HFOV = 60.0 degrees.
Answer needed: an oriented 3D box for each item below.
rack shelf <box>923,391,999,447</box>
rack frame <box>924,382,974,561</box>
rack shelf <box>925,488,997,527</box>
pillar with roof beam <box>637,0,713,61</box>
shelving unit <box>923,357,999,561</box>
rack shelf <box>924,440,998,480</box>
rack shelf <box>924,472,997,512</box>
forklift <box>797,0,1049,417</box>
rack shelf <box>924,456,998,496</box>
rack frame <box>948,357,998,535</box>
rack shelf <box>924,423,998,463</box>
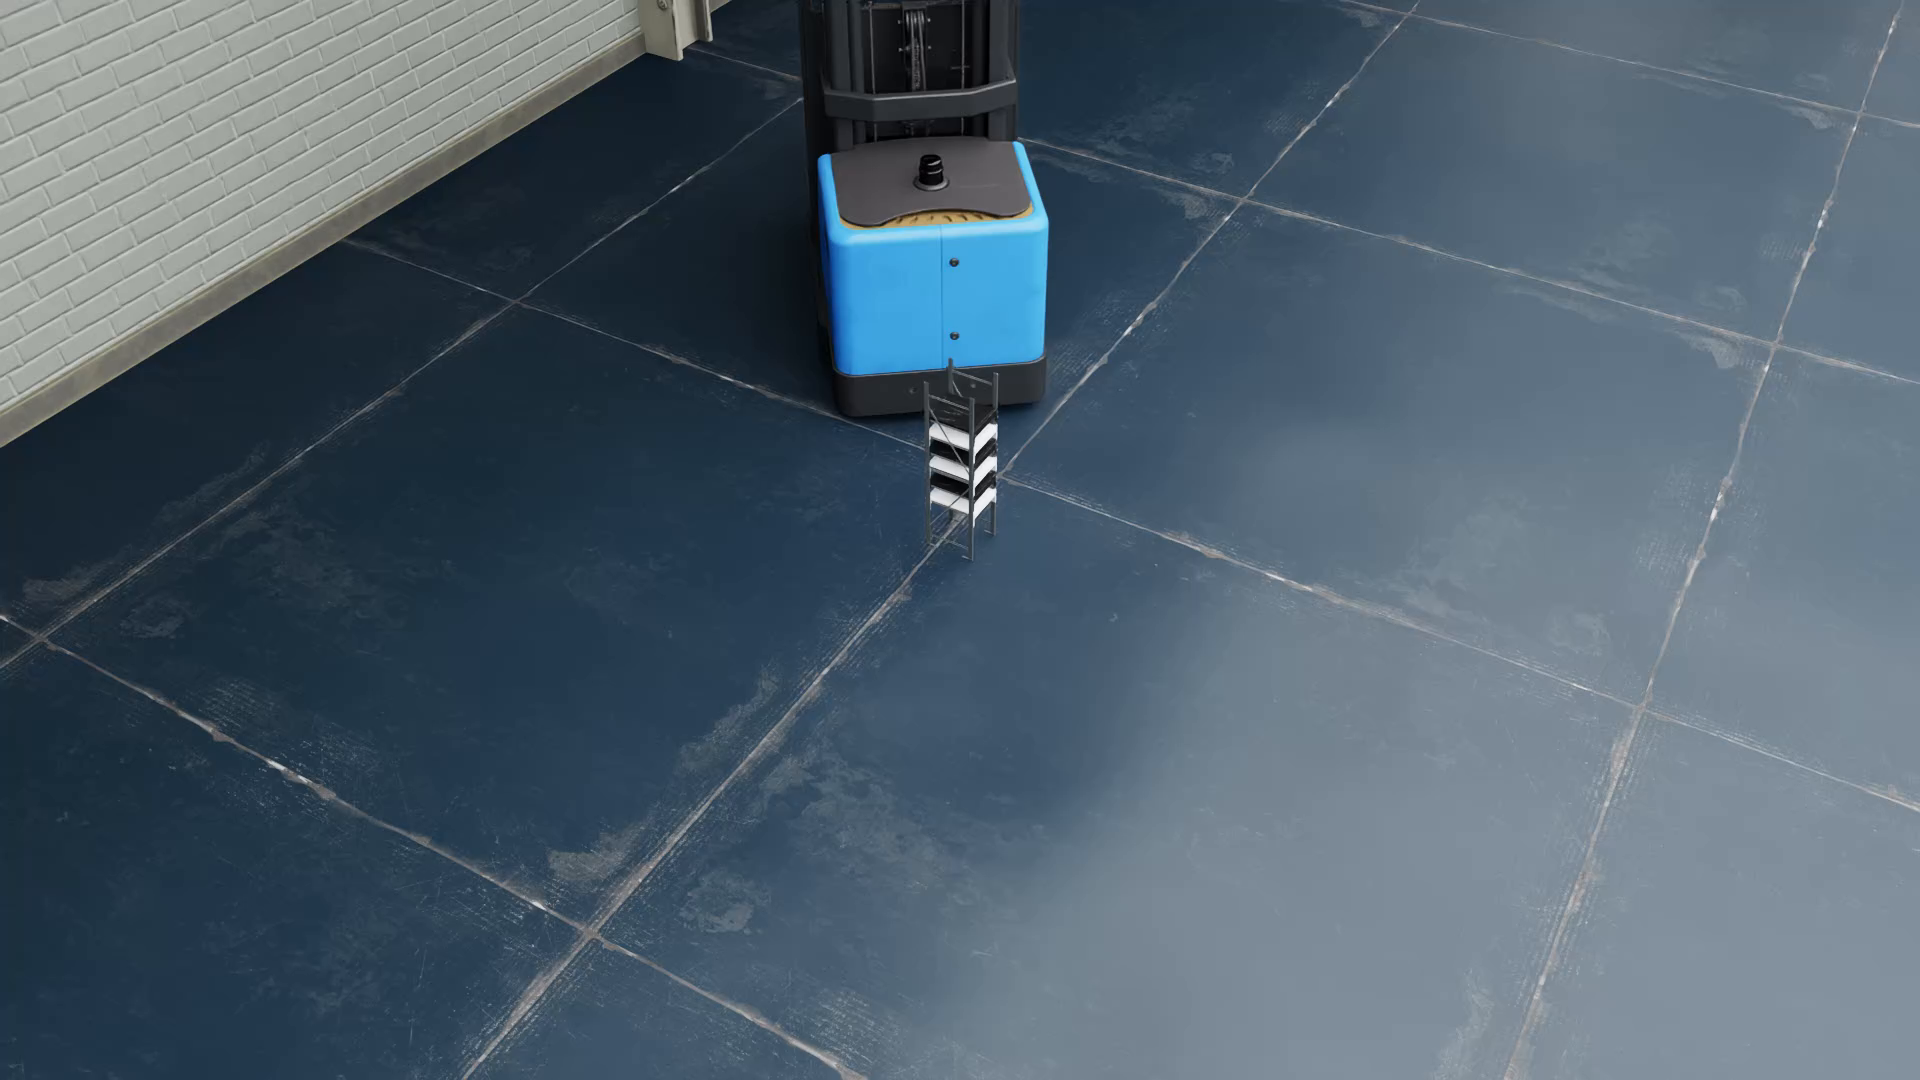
[{"bbox_3d":[0.004,-0.520,7.117,0.258,0.077,0.200,21,45,22],"label":"rack shelf"},{"bbox_3d":[-0.047,-0.284,7.207,0.240,0.900,0.006,21,45,22],"label":"rack frame"},{"bbox_3d":[0.004,-0.182,7.414,0.258,0.077,0.200,21,45,22],"label":"rack shelf"},{"bbox_3d":[1.790,-5.358,6.840,9.100,9.000,0.400,21,45,22],"label":"pillar with roof beam"},{"bbox_3d":[0.004,-0.342,7.273,0.258,0.900,0.210,21,45,22],"label":"shelving unit"},{"bbox_3d":[0.004,-0.385,7.236,0.258,0.077,0.200,21,45,22],"label":"rack shelf"},{"bbox_3d":[0.004,-0.250,7.355,0.258,0.077,0.200,21,45,22],"label":"rack shelf"},{"bbox_3d":[-0.283,-2.679,8.390,1.130,2.935,3.031,-5,42,-6],"label":"forklift"},{"bbox_3d":[0.004,-0.317,7.295,0.258,0.077,0.200,21,45,22],"label":"rack shelf"},{"bbox_3d":[0.055,-0.401,7.339,0.240,0.900,0.006,21,45,22],"label":"rack frame"},{"bbox_3d":[0.004,-0.452,7.176,0.258,0.077,0.200,21,45,22],"label":"rack shelf"}]
